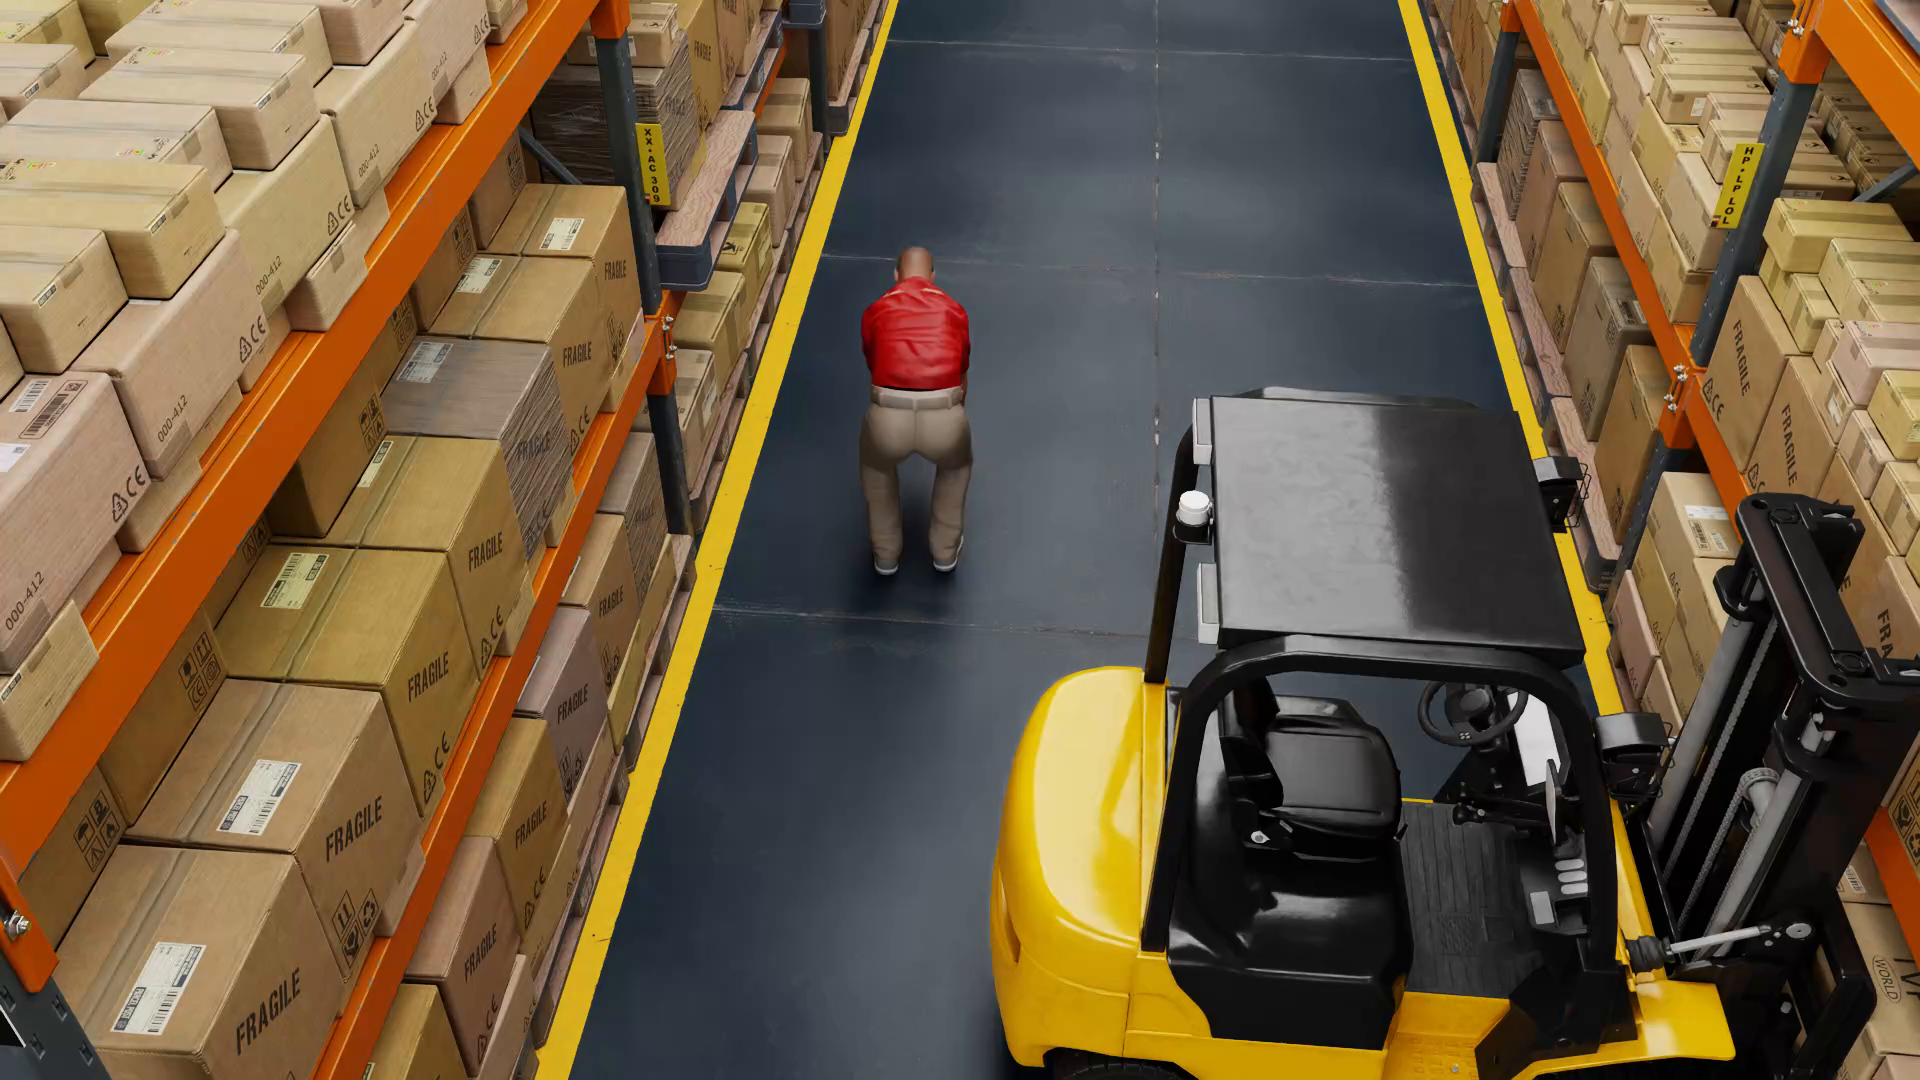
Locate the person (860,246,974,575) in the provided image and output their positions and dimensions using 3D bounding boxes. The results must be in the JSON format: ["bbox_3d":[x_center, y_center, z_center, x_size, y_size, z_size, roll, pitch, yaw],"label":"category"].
[{"bbox_3d":[-0.187,-0.527,7.183,0.496,1.243,0.916,0,40,0],"label":"person"}]
